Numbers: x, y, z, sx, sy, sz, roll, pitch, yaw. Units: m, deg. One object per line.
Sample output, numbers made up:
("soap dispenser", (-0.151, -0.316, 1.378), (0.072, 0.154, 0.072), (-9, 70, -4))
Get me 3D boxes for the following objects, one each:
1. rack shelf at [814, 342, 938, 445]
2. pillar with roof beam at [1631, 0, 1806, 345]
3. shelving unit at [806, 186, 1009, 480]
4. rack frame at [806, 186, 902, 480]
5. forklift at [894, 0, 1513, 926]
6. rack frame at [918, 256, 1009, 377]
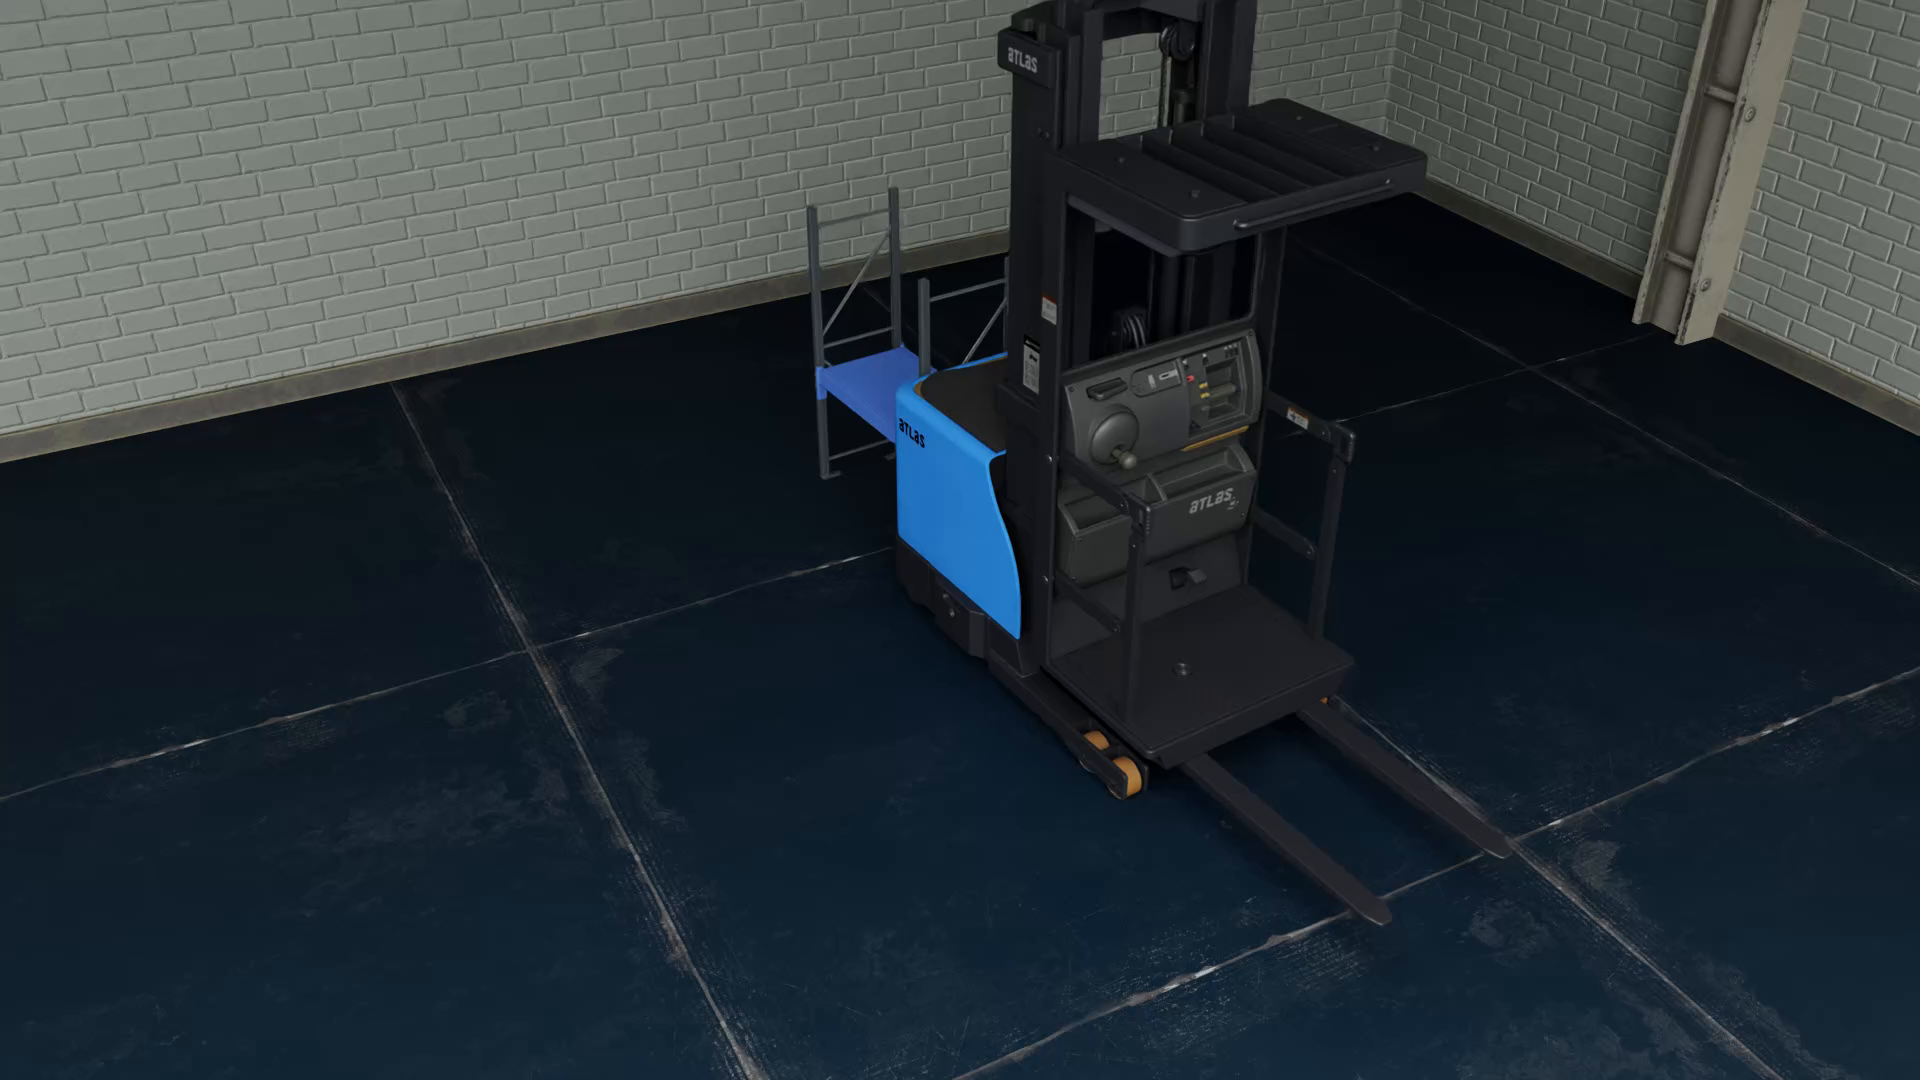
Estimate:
("rack shelf", (-0.243, -0.648, 8.204), (0.538, 0.185, 1.000), (-19, 37, -27))
("pillar with roof beam", (0.609, -4.019, 6.181), (9.100, 9.000, 0.400), (-16, 36, -23))
("shelving unit", (-0.243, -0.799, 8.107), (0.538, 1.500, 1.048), (-19, 37, -27))
("rack frame", (-0.519, -1.029, 8.467), (0.500, 1.500, 0.032), (-19, 37, -27))
("forklift", (0.916, -0.496, 6.306), (1.130, 2.935, 3.031), (-19, 37, -27))
("rack frame", (0.033, -0.569, 7.748), (0.500, 1.500, 0.032), (-19, 37, -27))
